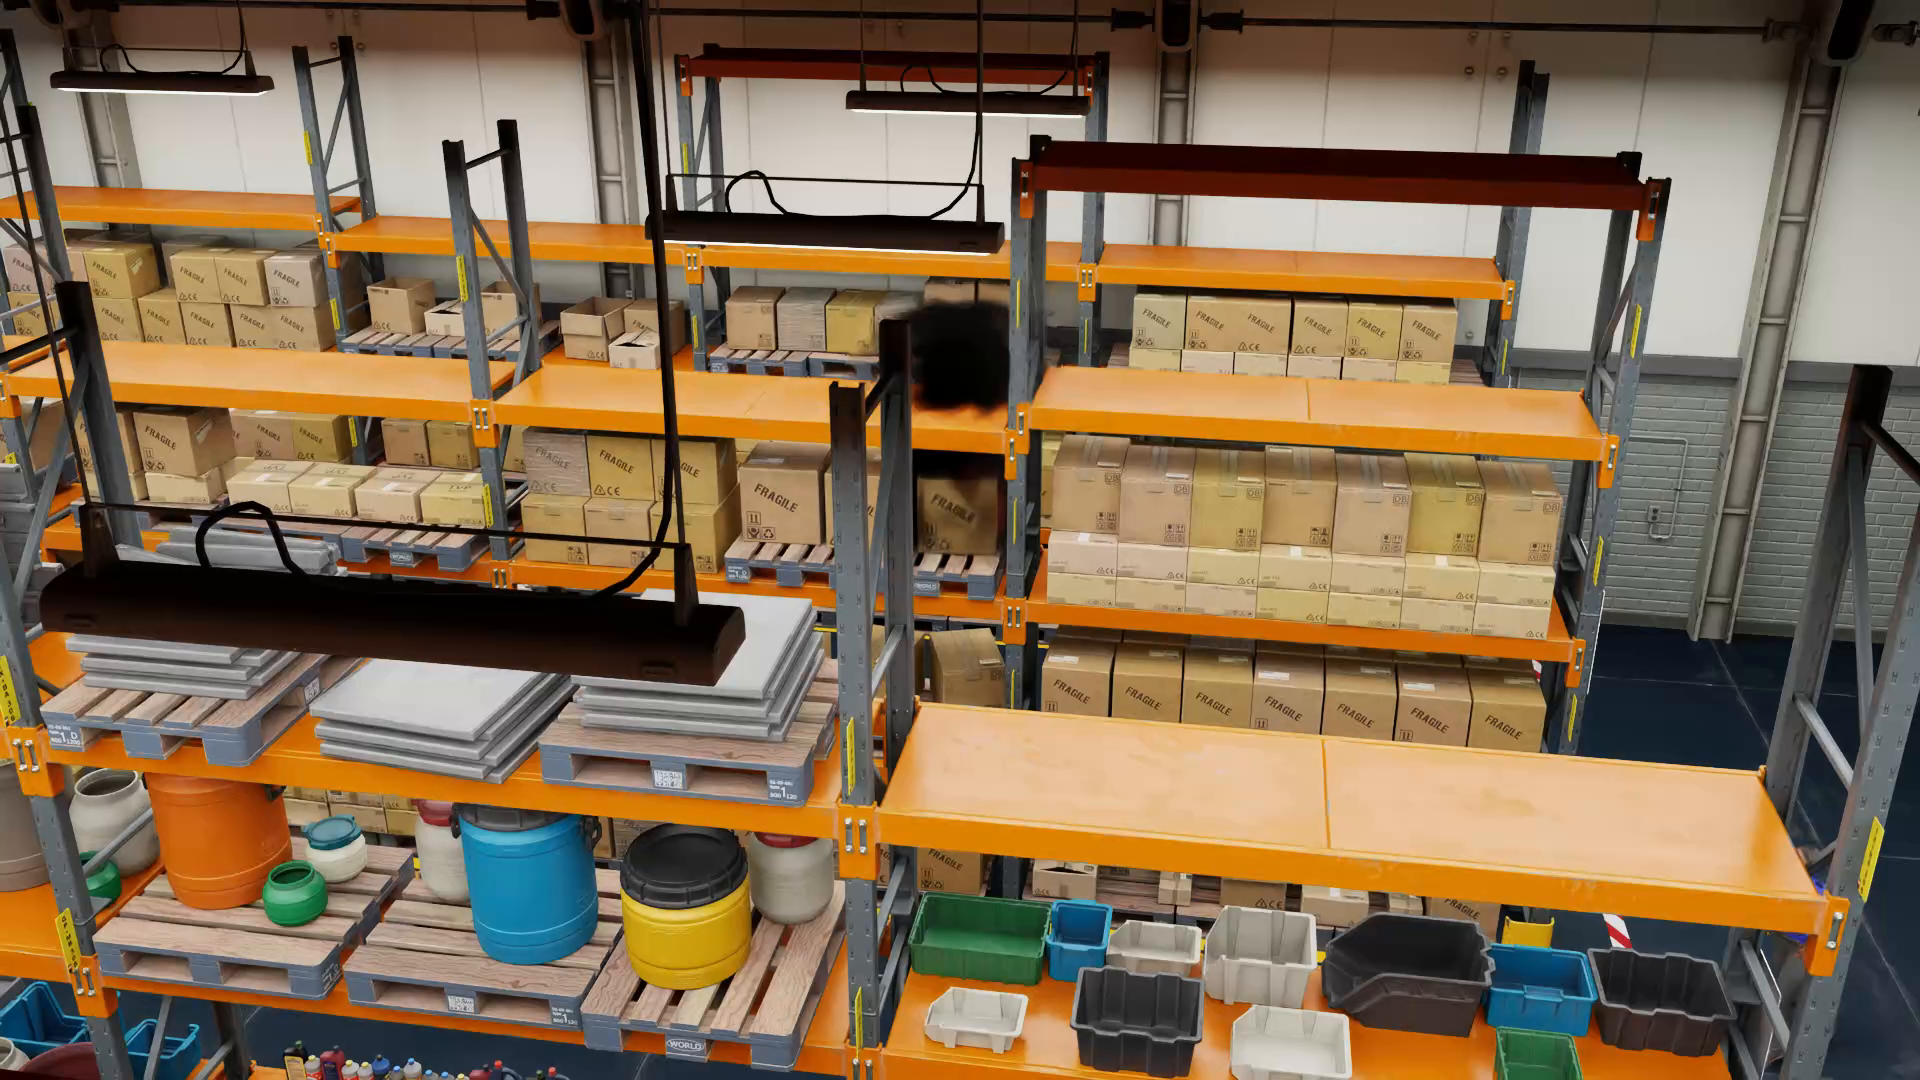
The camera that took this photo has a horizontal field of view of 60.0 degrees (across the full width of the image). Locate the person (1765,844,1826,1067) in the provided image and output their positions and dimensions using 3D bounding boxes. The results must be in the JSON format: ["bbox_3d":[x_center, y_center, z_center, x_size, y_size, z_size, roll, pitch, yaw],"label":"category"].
[{"bbox_3d":[5.863,2.847,11.634,0.801,1.619,0.621,-8,24,-18],"label":"person"}]

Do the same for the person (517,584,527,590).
[{"bbox_3d":[-4.132,0.996,15.839,0.572,1.717,0.657,-1,23,-1],"label":"person"}]
